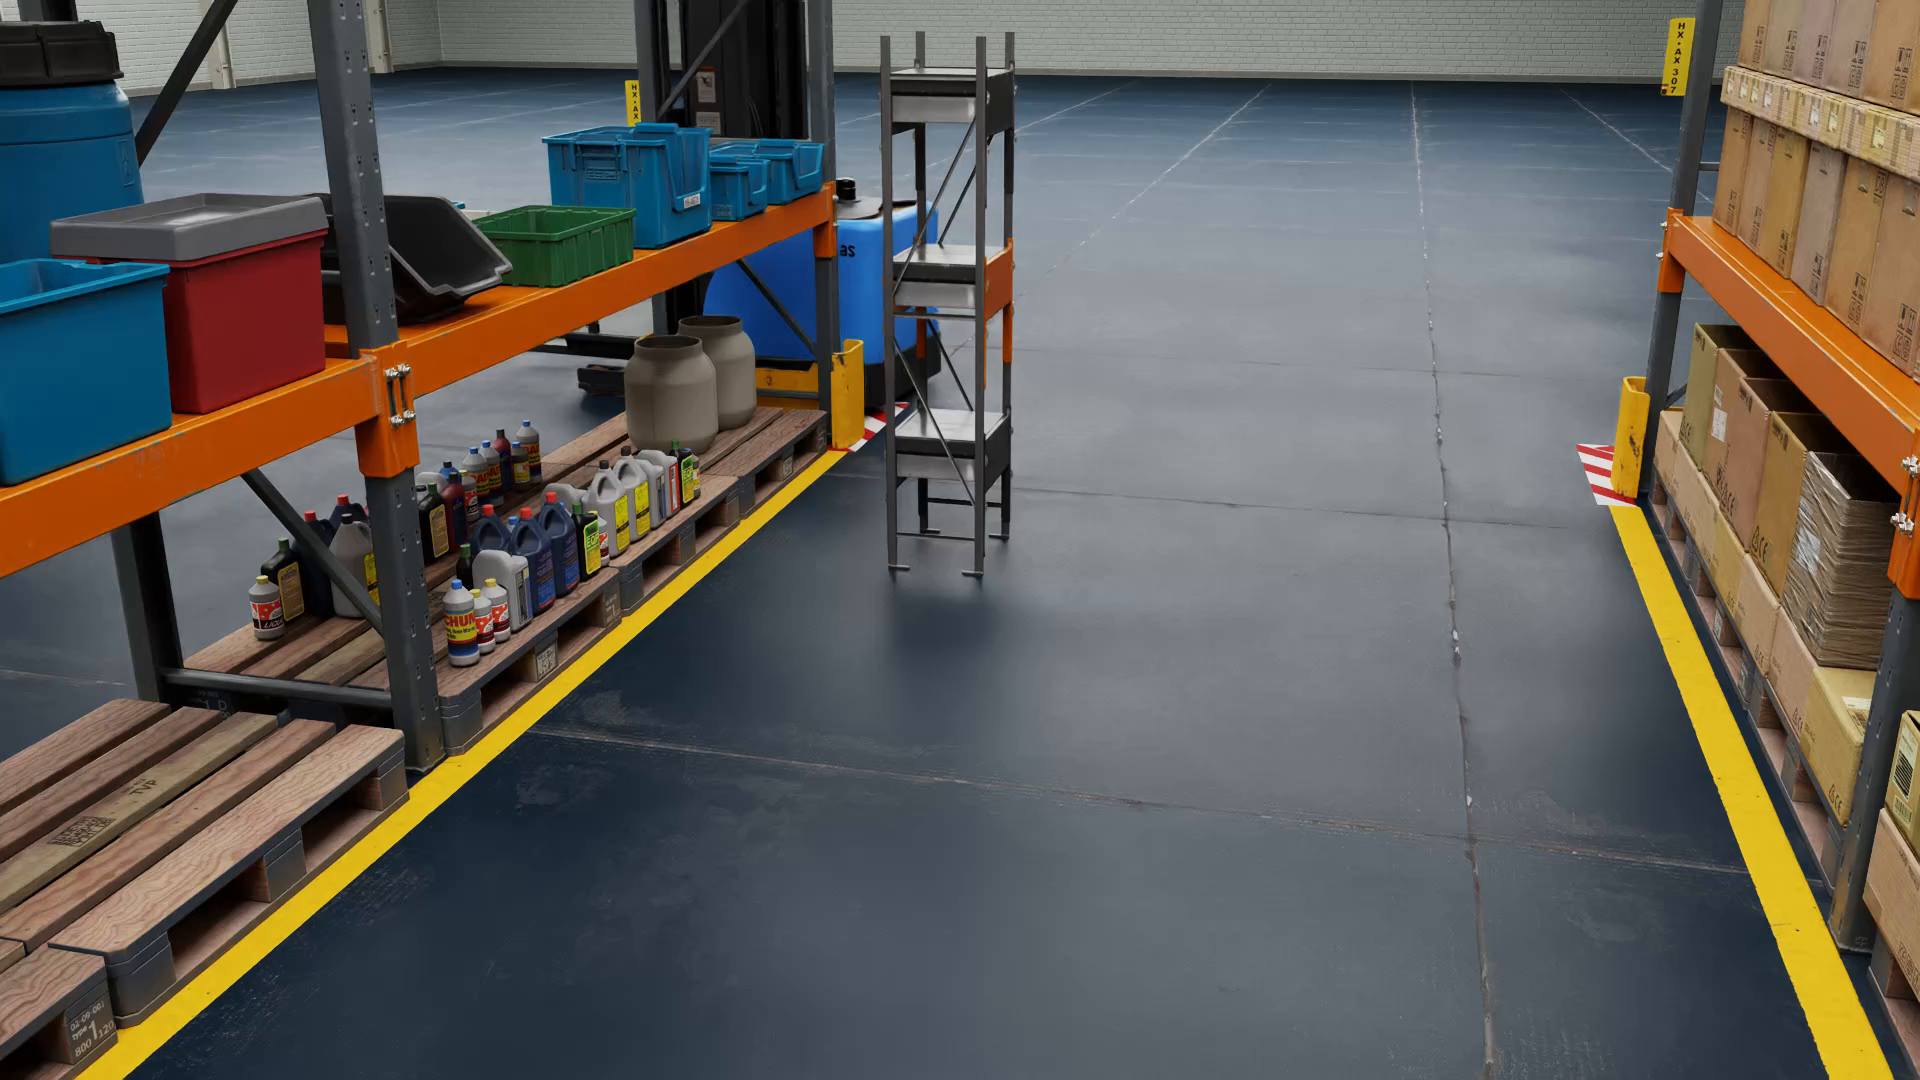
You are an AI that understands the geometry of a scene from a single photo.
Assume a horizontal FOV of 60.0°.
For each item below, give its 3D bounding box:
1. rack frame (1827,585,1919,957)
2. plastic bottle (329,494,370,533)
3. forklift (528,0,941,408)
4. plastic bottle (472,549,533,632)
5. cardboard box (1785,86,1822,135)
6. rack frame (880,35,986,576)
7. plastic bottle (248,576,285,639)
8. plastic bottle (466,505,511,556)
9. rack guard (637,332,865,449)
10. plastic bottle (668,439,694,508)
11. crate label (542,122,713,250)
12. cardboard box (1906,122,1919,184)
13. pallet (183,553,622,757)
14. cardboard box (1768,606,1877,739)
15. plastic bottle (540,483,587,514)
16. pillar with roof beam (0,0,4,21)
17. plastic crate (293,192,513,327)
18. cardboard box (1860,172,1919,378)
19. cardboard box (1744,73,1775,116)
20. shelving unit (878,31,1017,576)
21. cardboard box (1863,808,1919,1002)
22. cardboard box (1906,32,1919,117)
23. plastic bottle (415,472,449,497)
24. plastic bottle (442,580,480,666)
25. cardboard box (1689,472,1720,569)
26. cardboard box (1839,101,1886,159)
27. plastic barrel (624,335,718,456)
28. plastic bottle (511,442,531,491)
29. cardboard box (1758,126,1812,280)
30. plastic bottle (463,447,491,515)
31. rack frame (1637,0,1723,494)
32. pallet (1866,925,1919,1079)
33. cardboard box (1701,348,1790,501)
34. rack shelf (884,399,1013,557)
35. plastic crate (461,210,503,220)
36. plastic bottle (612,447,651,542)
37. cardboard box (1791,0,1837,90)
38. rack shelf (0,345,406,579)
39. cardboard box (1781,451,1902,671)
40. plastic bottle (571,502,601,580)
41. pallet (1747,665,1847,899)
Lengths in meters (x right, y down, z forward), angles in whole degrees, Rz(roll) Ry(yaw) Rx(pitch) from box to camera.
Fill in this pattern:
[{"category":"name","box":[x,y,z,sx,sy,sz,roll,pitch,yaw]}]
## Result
[{"category":"rack frame","box":[2.699,-0.366,3.619,1.000,3.000,0.127,5,19,13]},{"category":"plastic bottle","box":[-2.179,0.002,5.958,0.144,0.351,0.185,4,19,11]},{"category":"forklift","box":[-1.685,-2.360,9.562,3.031,2.935,1.130,7,20,19]},{"category":"plastic bottle","box":[-1.548,0.154,5.631,0.152,0.276,0.135,5,20,15]},{"category":"cardboard box","box":[3.059,-1.464,5.676,0.380,0.149,0.250,4,19,13]},{"category":"rack frame","box":[-0.100,-0.865,6.472,0.400,2.100,0.015,5,19,13]},{"category":"plastic bottle","box":[-2.317,0.219,5.554,0.097,0.201,0.097,0,19,0]},{"category":"plastic bottle","box":[-1.644,0.055,5.803,0.144,0.351,0.185,5,19,13]},{"category":"rack guard","box":[-1.099,-0.802,8.761,1.175,0.500,0.348,5,19,13]},{"category":"plastic bottle","box":[-1.161,-0.287,6.908,0.061,0.283,0.133,5,20,15]},{"category":"crate label","box":[-1.314,-1.431,6.681,0.502,0.435,0.616,5,19,13]},{"category":"cardboard box","box":[2.681,-0.982,4.264,0.380,0.149,0.250,4,19,12]},{"category":"pallet","box":[-1.899,0.354,5.825,1.003,0.211,1.213,5,19,13]},{"category":"cardboard box","box":[2.732,0.418,4.928,0.500,0.250,0.500,5,19,13]},{"category":"plastic bottle","box":[-1.504,-0.094,6.356,0.152,0.276,0.135,5,19,13]},{"category":"pillar with roof beam","box":[-12.825,-11.570,27.141,9.100,9.000,0.400,5,19,13]},{"category":"plastic crate","box":[-1.852,-0.883,5.228,0.767,0.338,0.504,5,19,13]},{"category":"cardboard box","box":[2.924,-0.719,4.497,0.700,0.500,0.500,4,19,13]},{"category":"cardboard box","box":[3.247,-1.707,6.387,0.380,0.149,0.250,5,19,14]},{"category":"shelving unit","box":[-0.040,-0.942,6.696,0.431,2.100,0.503,5,19,13]},{"category":"cardboard box","box":[2.360,0.843,3.682,0.500,0.250,0.500,4,19,12]},{"category":"cardboard box","box":[2.923,-1.325,4.265,0.700,0.500,0.500,5,19,13]},{"category":"plastic bottle","box":[-2.056,-0.114,6.415,0.152,0.276,0.135,5,19,14]},{"category":"plastic bottle","box":[-1.601,0.259,5.328,0.097,0.271,0.097,0,19,0]},{"category":"cardboard box","box":[3.088,-0.053,6.307,0.500,0.250,0.500,5,19,13]},{"category":"cardboard box","box":[2.869,-1.220,4.962,0.380,0.149,0.250,5,20,15]},{"category":"plastic barrel","box":[-1.336,-0.664,7.691,0.421,0.512,0.421,0,19,0]},{"category":"plastic bottle","box":[-1.897,-0.320,7.132,0.097,0.201,0.097,0,19,0]},{"category":"cardboard box","box":[3.299,-1.202,5.910,0.700,0.500,0.500,5,19,14]},{"category":"plastic bottle","box":[-1.980,-0.247,6.810,0.097,0.271,0.097,0,19,0]},{"category":"rack frame","box":[3.676,-1.620,7.289,1.000,3.000,0.127,5,19,13]},{"category":"pallet","box":[2.556,1.187,3.384,1.003,0.211,1.213,5,19,13]},{"category":"cardboard box","box":[3.099,-0.407,6.183,0.500,0.500,0.500,5,19,13]},{"category":"rack shelf","box":[-0.040,-0.266,6.927,0.431,0.518,0.480,5,19,13]},{"category":"plastic crate","box":[-1.953,-1.163,6.359,0.530,0.136,0.437,5,19,13]},{"category":"plastic bottle","box":[-1.309,-0.184,6.503,0.144,0.351,0.185,5,20,16]},{"category":"cardboard box","box":[3.291,-1.796,5.643,0.700,0.500,0.500,5,19,14]},{"category":"rack shelf","box":[-2.592,0.209,3.048,1.077,0.370,4.000,5,19,13]},{"category":"cardboard box","box":[2.733,0.063,4.806,0.500,0.500,0.500,5,19,13]},{"category":"plastic bottle","box":[-1.377,-0.009,6.095,0.061,0.283,0.133,6,20,16]},{"category":"pallet","box":[2.934,0.707,4.789,1.003,0.211,1.213,5,19,13]}]
